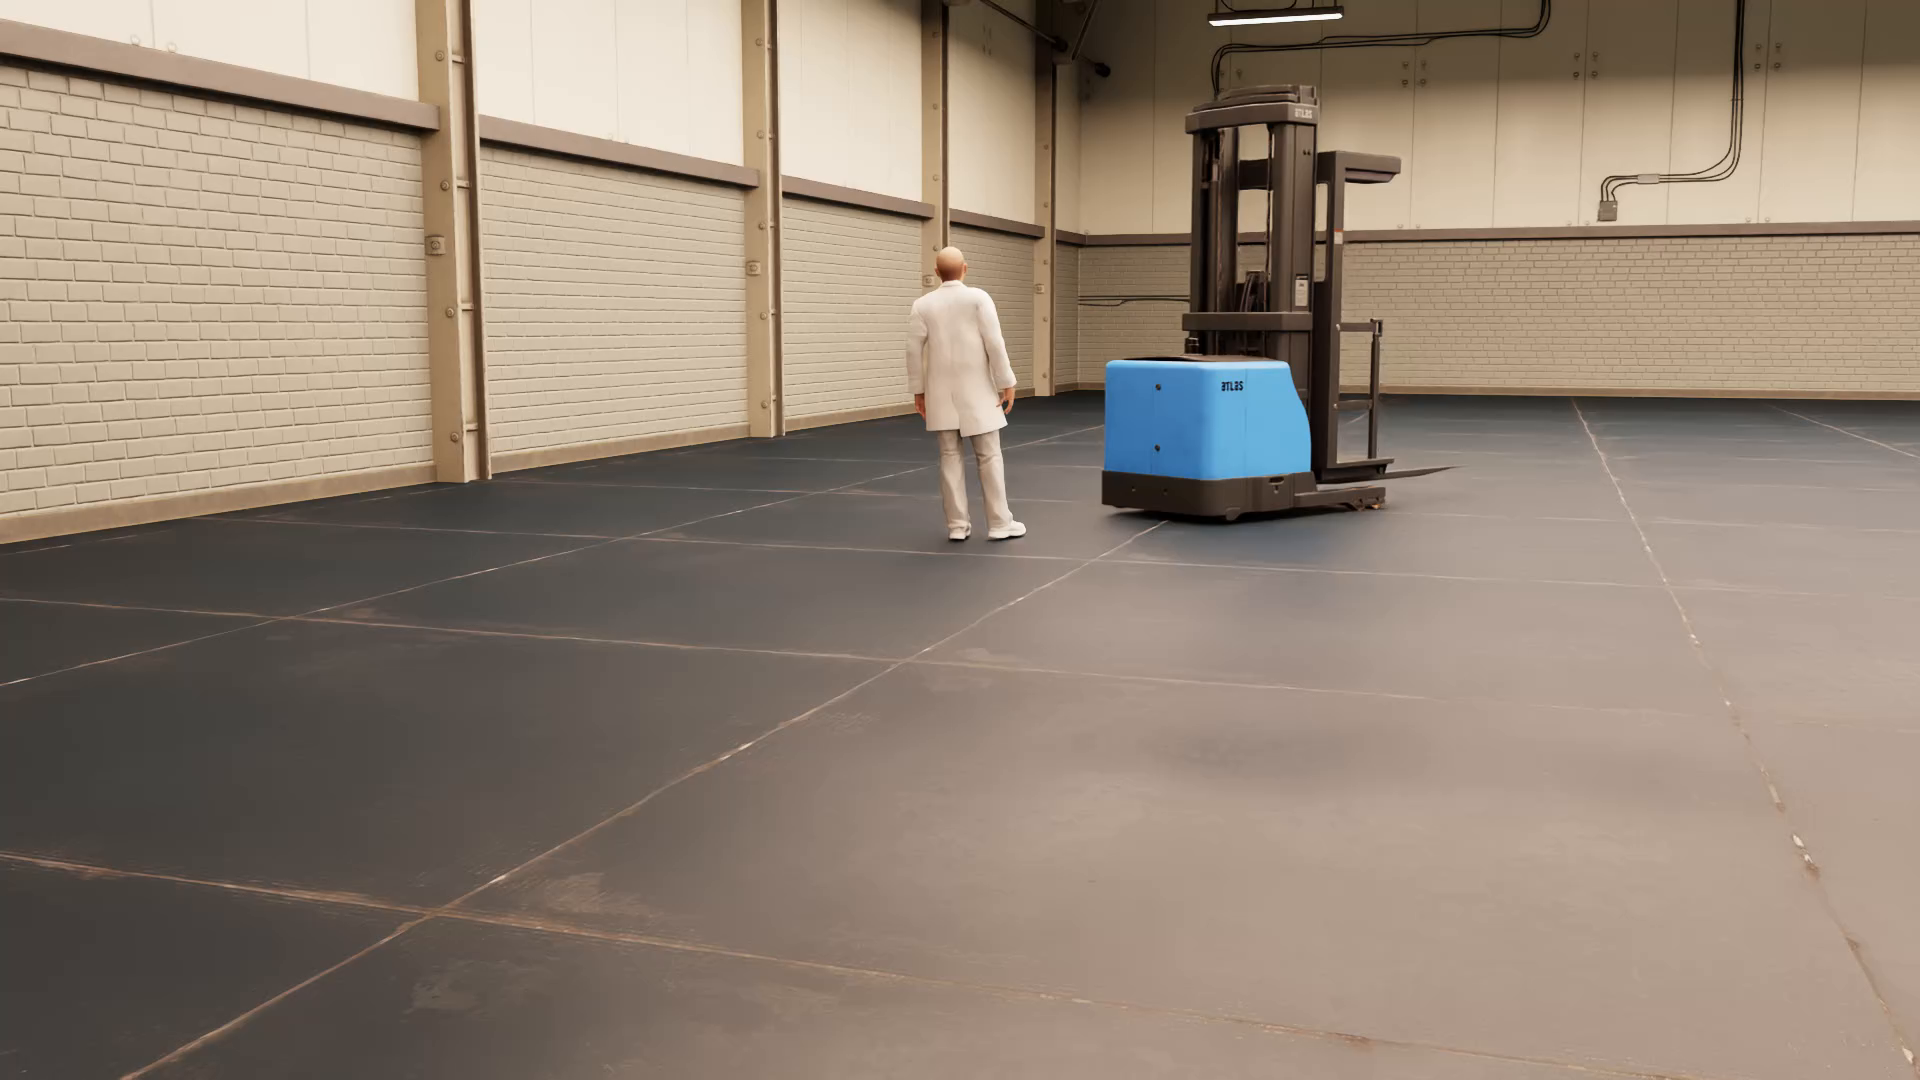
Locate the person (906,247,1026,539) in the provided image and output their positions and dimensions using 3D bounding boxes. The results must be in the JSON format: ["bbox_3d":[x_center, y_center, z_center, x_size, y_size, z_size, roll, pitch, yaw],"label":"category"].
[{"bbox_3d":[0.034,-0.899,10.242,0.696,1.775,0.581,3,8,19],"label":"person"}]

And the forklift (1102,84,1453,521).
[{"bbox_3d":[2.450,-1.708,12.047,3.031,2.935,1.130,-6,10,-39],"label":"forklift"}]
